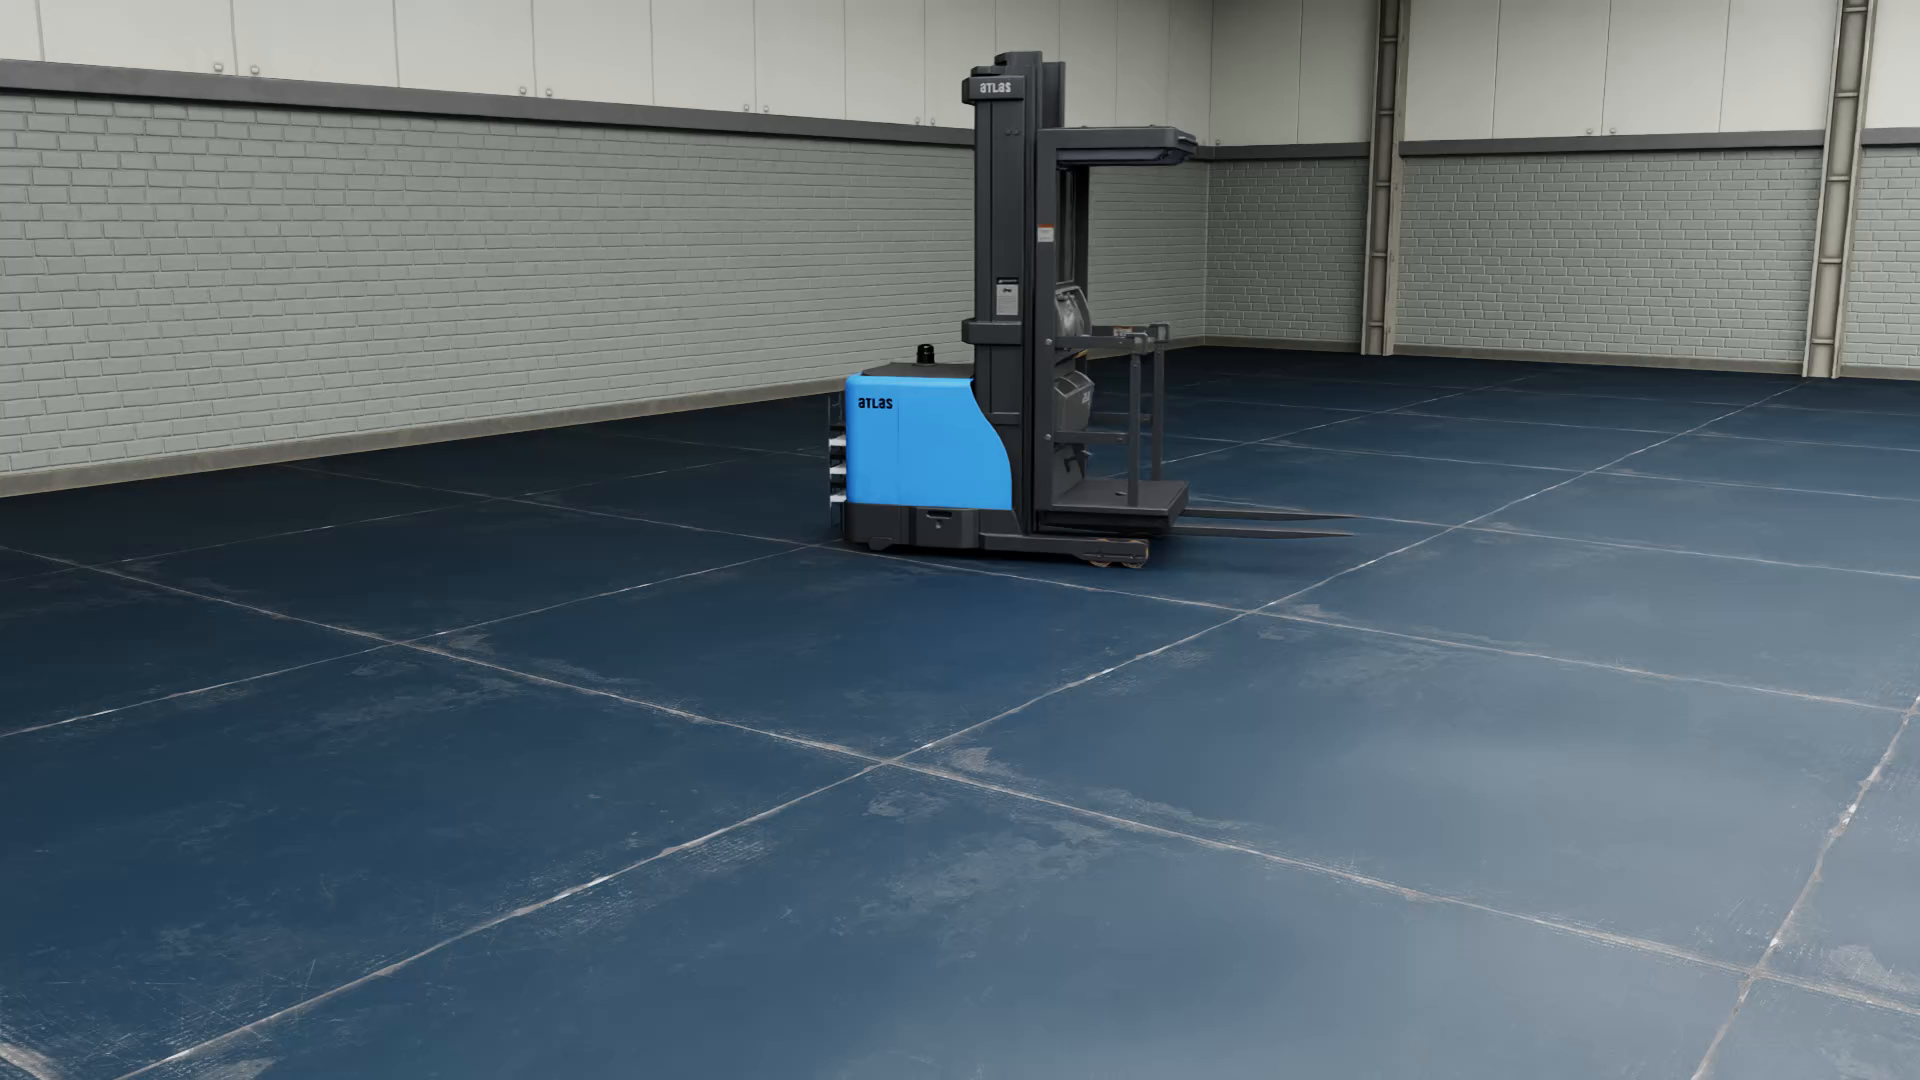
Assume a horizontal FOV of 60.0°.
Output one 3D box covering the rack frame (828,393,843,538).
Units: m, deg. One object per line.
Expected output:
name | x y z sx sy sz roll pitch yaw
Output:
rack frame | -0.795 -0.476 10.620 0.006 0.900 0.240 3 11 14

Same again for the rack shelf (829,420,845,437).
rack shelf | -0.696 -0.703 10.550 0.200 0.077 0.258 3 11 14

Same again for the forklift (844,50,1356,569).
forklift | 0.868 -1.384 9.966 3.031 2.935 1.130 3 11 14

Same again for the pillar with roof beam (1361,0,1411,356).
pillar with roof beam | 3.697 -6.538 20.631 0.400 9.000 9.100 8 13 36

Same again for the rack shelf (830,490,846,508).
rack shelf | -0.696 -0.262 10.636 0.200 0.077 0.258 3 11 14

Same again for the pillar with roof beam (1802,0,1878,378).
pillar with roof beam | 8.533 -5.863 17.145 0.400 9.000 9.100 8 13 36

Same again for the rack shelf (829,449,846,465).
rack shelf | -0.696 -0.527 10.585 0.200 0.077 0.258 3 11 14

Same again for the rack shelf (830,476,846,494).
rack shelf | -0.696 -0.350 10.619 0.200 0.077 0.258 3 11 14

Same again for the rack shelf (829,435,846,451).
rack shelf | -0.696 -0.615 10.568 0.200 0.077 0.258 3 11 14

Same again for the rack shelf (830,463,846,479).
rack shelf | -0.696 -0.438 10.602 0.200 0.077 0.258 3 11 14

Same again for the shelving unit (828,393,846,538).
shelving unit | -0.696 -0.471 10.595 0.210 0.900 0.258 3 11 14
